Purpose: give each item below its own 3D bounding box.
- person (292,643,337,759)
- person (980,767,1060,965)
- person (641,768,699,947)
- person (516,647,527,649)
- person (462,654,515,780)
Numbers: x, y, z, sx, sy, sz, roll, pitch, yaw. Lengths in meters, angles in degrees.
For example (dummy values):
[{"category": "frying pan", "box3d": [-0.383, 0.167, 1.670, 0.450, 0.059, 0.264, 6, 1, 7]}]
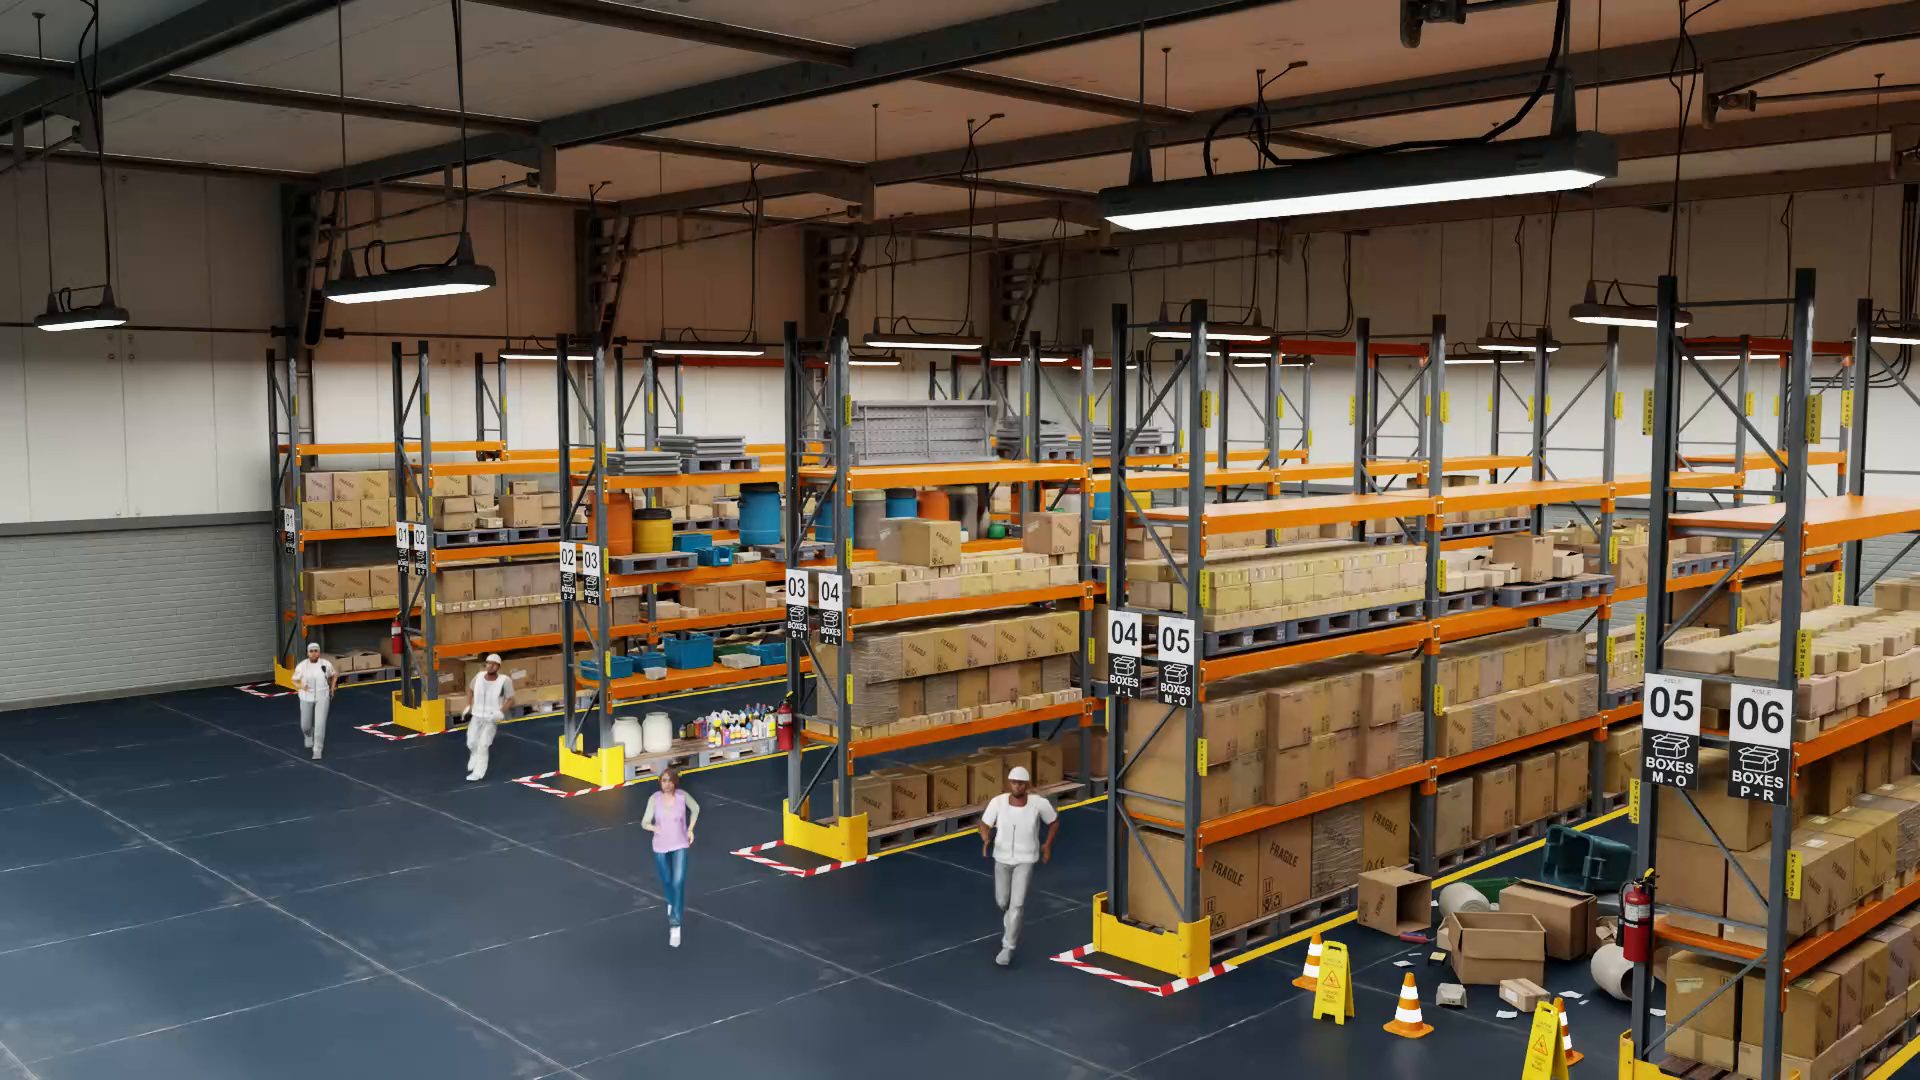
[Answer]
[{"category": "person", "box3d": [-9.250, 2.283, 23.857, 0.613, 1.635, 0.751, -2, 5, -21]}, {"category": "person", "box3d": [0.530, 2.966, 15.438, 0.726, 1.756, 0.930, 1, 5, 14]}, {"category": "person", "box3d": [-2.778, 3.027, 15.959, 0.530, 1.533, 0.820, 0, 5, -3]}, {"category": "person", "box3d": [-7.716, 1.776, 29.056, 0.643, 1.744, 0.552, 4, 7, 42]}, {"category": "person", "box3d": [-6.351, 2.383, 22.306, 0.734, 1.708, 0.551, 0, 5, 4]}]
